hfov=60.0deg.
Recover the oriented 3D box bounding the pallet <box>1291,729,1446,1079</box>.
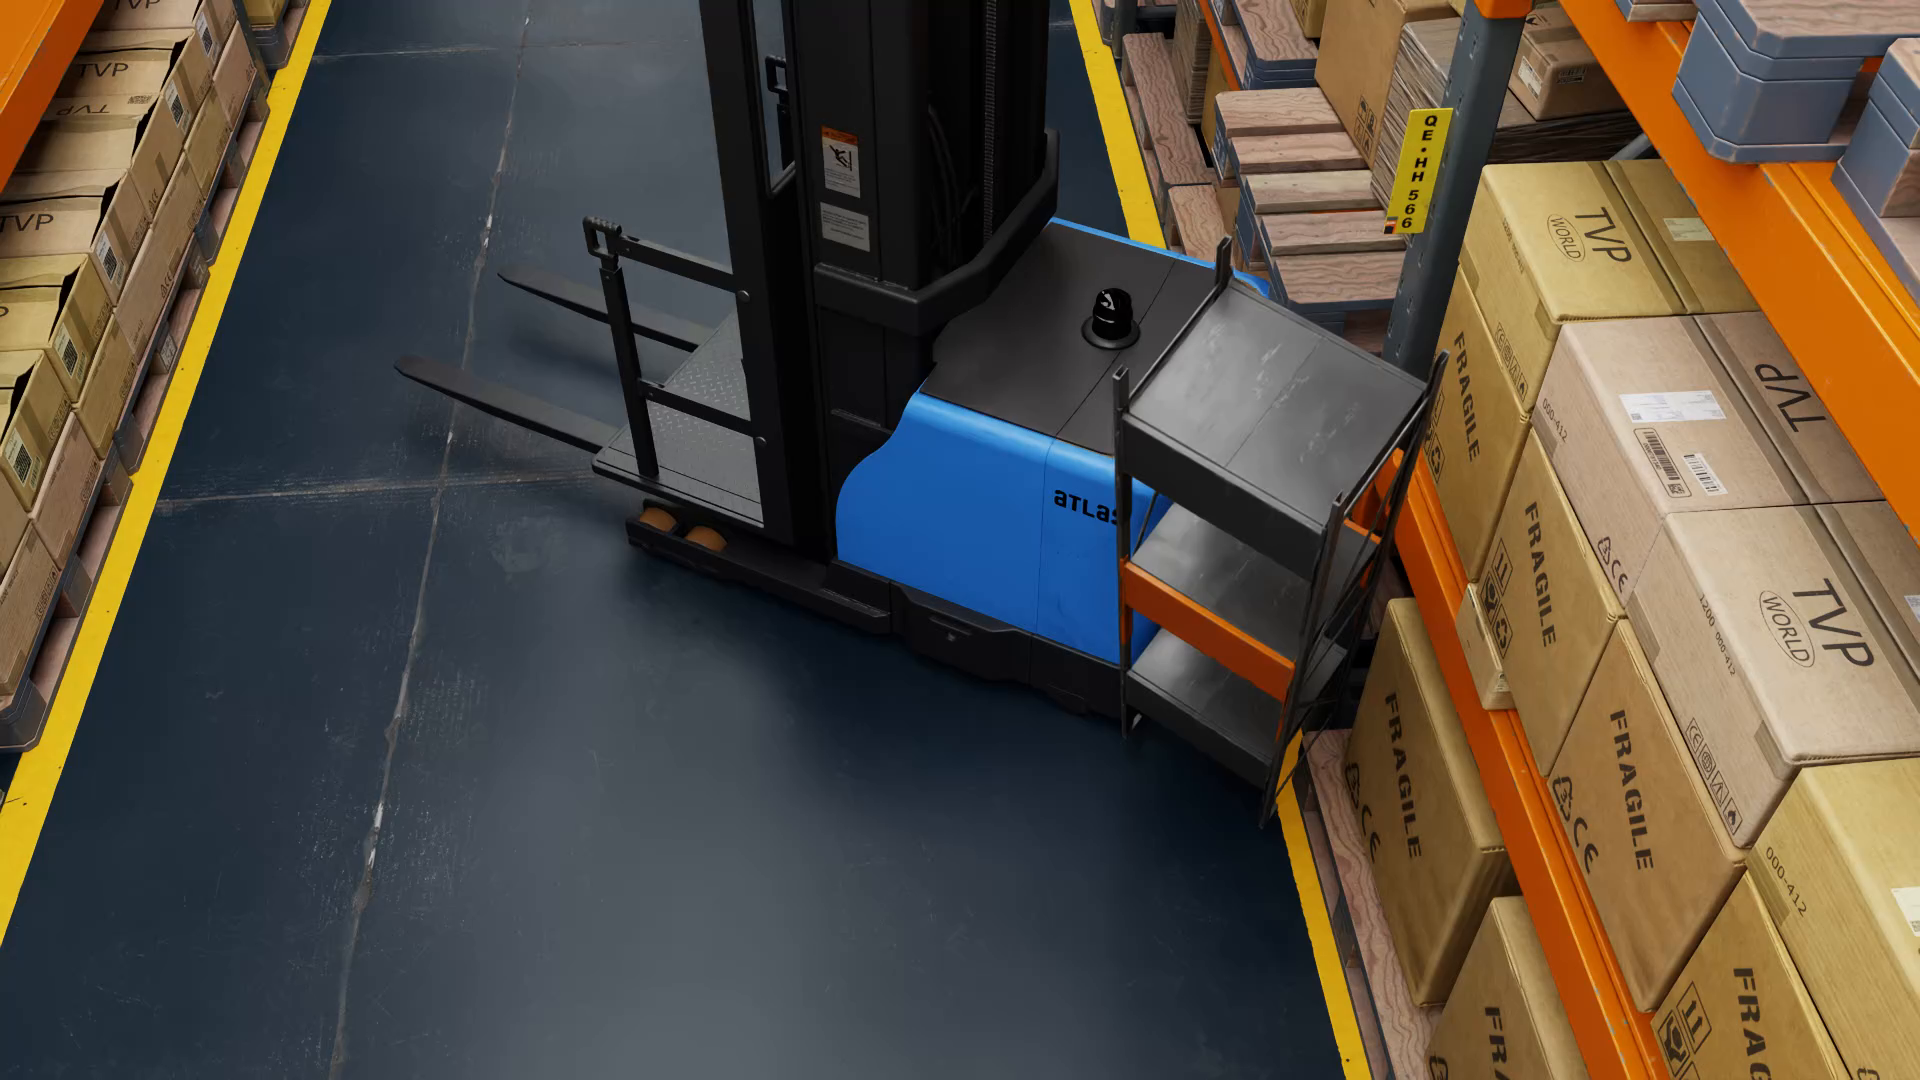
[{"bbox_3d":[1.556,1.045,4.615,1.003,0.211,1.213,-3,47,-3],"label":"pallet"}]

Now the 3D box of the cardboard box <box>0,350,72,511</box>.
[{"bbox_3d":[-3.174,-0.353,5.237,0.500,0.311,0.500,-5,47,-4],"label":"cardboard box"}]

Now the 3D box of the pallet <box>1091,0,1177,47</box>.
[{"bbox_3d":[1.139,-2.908,8.359,1.003,0.211,1.213,-3,47,-3],"label":"pallet"}]

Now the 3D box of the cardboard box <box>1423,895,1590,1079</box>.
[{"bbox_3d":[1.563,1.280,3.663,0.750,0.750,0.750,-4,47,-3],"label":"cardboard box"}]

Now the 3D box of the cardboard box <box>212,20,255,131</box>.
[{"bbox_3d":[-3.382,-1.996,7.179,0.500,0.250,0.500,-4,47,-4],"label":"cardboard box"}]

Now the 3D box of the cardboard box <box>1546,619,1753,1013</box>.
[{"bbox_3d":[1.426,0.473,2.949,0.500,0.500,0.500,-4,47,-3],"label":"cardboard box"}]

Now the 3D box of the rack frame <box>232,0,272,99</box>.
[{"bbox_3d":[-3.706,-3.079,6.601,1.000,3.000,0.127,-3,47,-3],"label":"rack frame"}]

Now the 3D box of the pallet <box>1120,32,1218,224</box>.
[{"bbox_3d":[1.297,-1.861,7.367,1.003,0.211,1.213,-3,47,-3],"label":"pallet"}]

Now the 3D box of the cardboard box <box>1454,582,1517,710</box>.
[{"bbox_3d":[1.312,0.223,3.632,0.380,0.149,0.250,-2,47,-2],"label":"cardboard box"}]

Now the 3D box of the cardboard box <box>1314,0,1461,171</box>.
[{"bbox_3d":[1.442,-1.417,4.654,0.700,0.500,0.500,-7,47,-7],"label":"cardboard box"}]

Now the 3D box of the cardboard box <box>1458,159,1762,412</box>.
[{"bbox_3d":[1.349,-0.526,3.378,0.500,0.250,0.500,-2,47,-2],"label":"cardboard box"}]

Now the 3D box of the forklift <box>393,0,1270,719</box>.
[{"bbox_3d":[-0.561,-1.213,4.880,3.031,2.935,1.130,20,50,18],"label":"forklift"}]

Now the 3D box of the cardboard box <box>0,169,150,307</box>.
[{"bbox_3d":[-3.258,-1.095,5.939,0.500,0.311,0.500,-4,47,-4],"label":"cardboard box"}]

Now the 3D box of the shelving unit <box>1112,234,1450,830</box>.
[{"bbox_3d":[0.714,0.122,4.123,0.503,2.100,0.431,32,72,19],"label":"shelving unit"}]

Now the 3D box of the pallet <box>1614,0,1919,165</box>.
[{"bbox_3d":[1.672,-0.993,2.689,1.213,0.211,1.003,-2,47,-1],"label":"pallet"}]

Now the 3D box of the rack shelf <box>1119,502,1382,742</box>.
[{"bbox_3d":[0.715,0.128,4.135,0.480,0.518,0.431,32,72,19],"label":"rack shelf"}]

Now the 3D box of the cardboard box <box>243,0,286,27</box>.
[{"bbox_3d":[-3.442,-2.632,7.782,0.500,0.250,0.500,-3,47,-3],"label":"cardboard box"}]

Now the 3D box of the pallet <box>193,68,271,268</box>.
[{"bbox_3d":[-3.605,-1.590,7.110,1.003,0.211,1.213,-3,47,-3],"label":"pallet"}]

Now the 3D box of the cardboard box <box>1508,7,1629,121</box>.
[{"bbox_3d":[1.506,-1.146,3.950,0.380,0.149,0.250,-9,47,-8],"label":"cardboard box"}]

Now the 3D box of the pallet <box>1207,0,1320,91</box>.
[{"bbox_3d":[1.359,-1.853,5.571,1.003,0.211,1.213,-3,47,-3],"label":"pallet"}]

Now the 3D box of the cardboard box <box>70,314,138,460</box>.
[{"bbox_3d":[-3.215,-0.520,5.782,0.500,0.250,0.500,-5,47,-4],"label":"cardboard box"}]

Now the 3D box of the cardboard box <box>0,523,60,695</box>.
[{"bbox_3d":[-3.122,0.219,5.081,0.500,0.250,0.500,-4,47,-3],"label":"cardboard box"}]

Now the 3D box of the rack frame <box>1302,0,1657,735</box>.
[{"bbox_3d":[1.565,-0.489,4.147,1.000,3.000,0.127,-3,47,-3],"label":"rack frame"}]

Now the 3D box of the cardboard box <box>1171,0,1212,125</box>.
[{"bbox_3d":[1.308,-2.143,7.133,0.700,0.500,0.500,-2,47,-2],"label":"cardboard box"}]

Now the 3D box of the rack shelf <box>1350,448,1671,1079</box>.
[{"bbox_3d":[1.733,1.205,3.038,1.077,0.370,4.000,-3,47,-3],"label":"rack shelf"}]

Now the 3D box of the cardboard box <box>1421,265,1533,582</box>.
[{"bbox_3d":[1.351,-0.266,3.648,0.500,0.500,0.500,-2,47,-2],"label":"cardboard box"}]

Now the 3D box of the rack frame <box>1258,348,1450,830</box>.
[{"bbox_3d":[0.908,0.246,4.042,0.015,2.100,0.400,32,72,19],"label":"rack frame"}]

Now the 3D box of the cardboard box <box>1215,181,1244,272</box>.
[{"bbox_3d":[1.404,-1.401,6.430,0.700,0.500,0.500,-3,47,-3],"label":"cardboard box"}]

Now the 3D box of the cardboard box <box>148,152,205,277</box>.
[{"bbox_3d":[-3.298,-1.260,6.482,0.500,0.250,0.500,-3,47,-2],"label":"cardboard box"}]

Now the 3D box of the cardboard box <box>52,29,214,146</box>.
[{"bbox_3d":[-3.336,-1.820,6.626,0.500,0.311,0.500,-2,47,-2],"label":"cardboard box"}]

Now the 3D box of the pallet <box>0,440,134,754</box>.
[{"bbox_3d":[-3.401,0.175,5.438,1.003,0.211,1.213,-3,47,-3],"label":"pallet"}]

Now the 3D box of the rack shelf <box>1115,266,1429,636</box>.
[{"bbox_3d":[0.648,-0.178,3.509,0.480,0.518,0.431,32,72,19],"label":"rack shelf"}]

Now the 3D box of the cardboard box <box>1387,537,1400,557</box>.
[{"bbox_3d":[1.453,-0.299,5.386,0.700,0.500,0.500,-3,47,-3],"label":"cardboard box"}]
